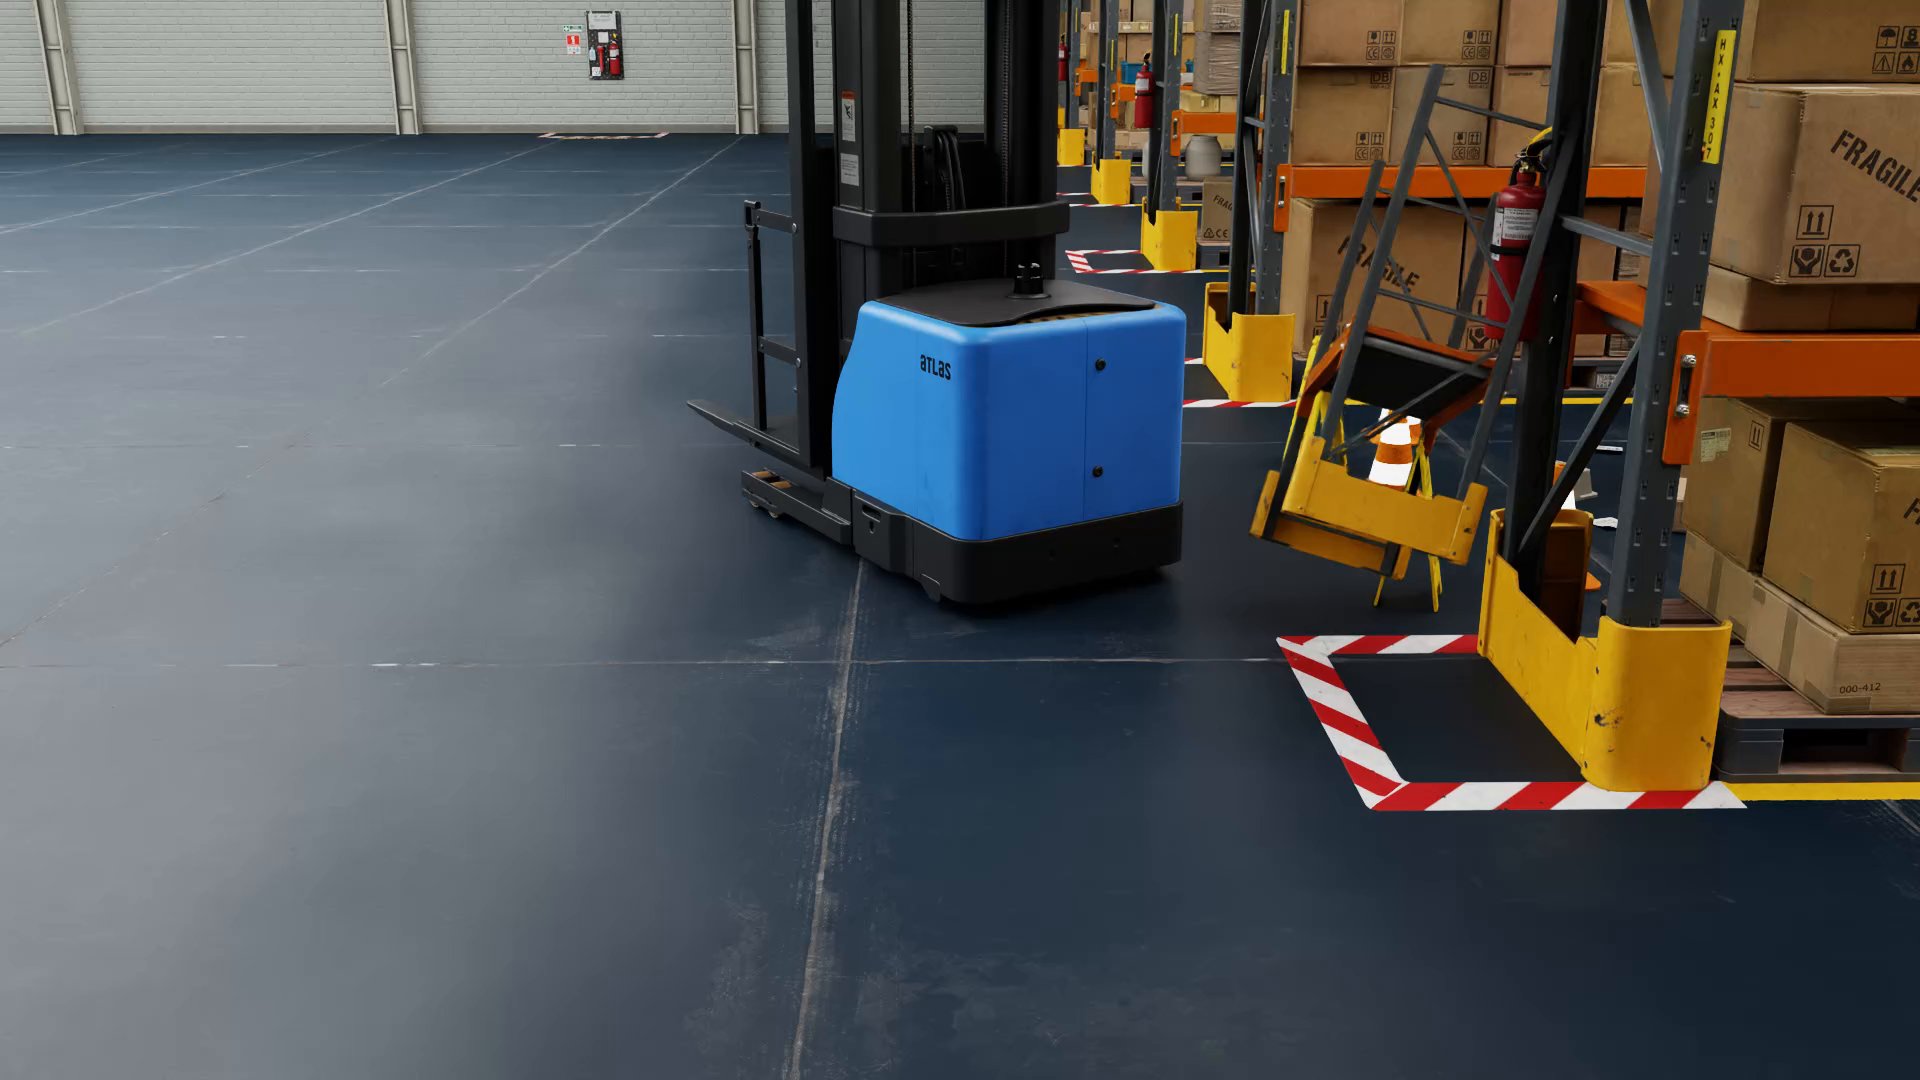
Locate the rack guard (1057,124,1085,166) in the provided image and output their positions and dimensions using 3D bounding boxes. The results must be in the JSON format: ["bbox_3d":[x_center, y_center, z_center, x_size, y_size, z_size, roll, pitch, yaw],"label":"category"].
[{"bbox_3d":[1.588,-5.744,24.134,0.348,0.500,1.175,0,18,-1],"label":"rack guard"}]

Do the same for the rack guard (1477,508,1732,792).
[{"bbox_3d":[1.997,0.308,5.268,0.348,0.500,1.175,0,18,-1],"label":"rack guard"}]

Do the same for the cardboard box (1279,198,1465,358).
[{"bbox_3d":[2.419,-1.605,9.930,0.875,0.875,0.875,0,18,-1],"label":"cardboard box"}]

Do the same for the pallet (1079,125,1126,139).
[{"bbox_3d":[2.419,-7.113,28.874,1.213,0.211,1.003,0,18,-1],"label":"pallet"}]

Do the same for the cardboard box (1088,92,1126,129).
[{"bbox_3d":[2.144,-6.275,24.285,0.500,0.500,0.500,0,18,-1],"label":"cardboard box"}]

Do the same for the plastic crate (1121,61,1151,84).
[{"bbox_3d":[2.182,-5.444,19.351,0.616,0.251,0.499,0,18,-1],"label":"plastic crate"}]

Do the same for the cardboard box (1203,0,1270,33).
[{"bbox_3d":[2.319,-4.493,13.856,0.500,0.500,0.500,0,18,-1],"label":"cardboard box"}]

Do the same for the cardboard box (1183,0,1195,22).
[{"bbox_3d":[3.162,-7.605,23.556,0.500,0.500,0.700,0,18,-1],"label":"cardboard box"}]

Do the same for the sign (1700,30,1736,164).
[{"bbox_3d":[1.930,-1.128,4.237,0.005,0.325,0.100,0,18,-1],"label":"sign"}]

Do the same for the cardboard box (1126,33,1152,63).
[{"bbox_3d":[2.604,-6.984,23.744,0.500,0.500,0.700,0,18,1],"label":"cardboard box"}]

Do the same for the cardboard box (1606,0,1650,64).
[{"bbox_3d":[3.752,-3.003,9.485,0.500,0.550,0.875,0,18,-1],"label":"cardboard box"}]

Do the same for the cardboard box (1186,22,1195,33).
[{"bbox_3d":[3.295,-7.233,23.460,0.250,0.149,0.380,-1,18,-2],"label":"cardboard box"}]

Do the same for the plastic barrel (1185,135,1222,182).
[{"bbox_3d":[2.844,-4.465,19.442,0.421,0.512,0.421,0,18,0],"label":"plastic barrel"}]

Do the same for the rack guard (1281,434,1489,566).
[{"bbox_3d":[1.330,-0.126,5.215,0.587,0.250,0.087,17,-3,5],"label":"rack guard"}]

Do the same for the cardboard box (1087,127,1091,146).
[{"bbox_3d":[2.144,-5.918,24.398,0.500,0.250,0.500,0,18,-1],"label":"cardboard box"}]

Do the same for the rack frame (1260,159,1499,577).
[{"bbox_3d":[1.584,-0.651,6.237,0.500,1.500,0.032,17,-3,5],"label":"rack frame"}]

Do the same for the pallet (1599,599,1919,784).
[{"bbox_3d":[2.810,0.453,5.291,1.213,0.211,1.003,0,18,-1],"label":"pallet"}]

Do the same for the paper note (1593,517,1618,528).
[{"bbox_3d":[2.835,-0.080,7.248,0.142,0.019,0.148,-7,19,-20],"label":"paper note"}]

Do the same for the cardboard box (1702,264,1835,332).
[{"bbox_3d":[2.264,-0.701,4.732,0.250,0.149,0.380,0,18,-1],"label":"cardboard box"}]

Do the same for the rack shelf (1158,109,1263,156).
[{"bbox_3d":[3.764,-3.576,14.461,4.000,0.370,1.077,0,18,-1],"label":"rack shelf"}]

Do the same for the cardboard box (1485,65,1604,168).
[{"bbox_3d":[3.224,-2.454,9.541,0.550,0.550,0.875,0,18,-1],"label":"cardboard box"}]

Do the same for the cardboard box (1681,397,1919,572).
[{"bbox_3d":[2.718,-0.213,5.387,0.500,0.500,0.500,0,18,-1],"label":"cardboard box"}]

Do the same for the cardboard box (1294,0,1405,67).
[{"bbox_3d":[2.114,-2.969,9.378,0.550,0.550,0.875,0,18,-1],"label":"cardboard box"}]

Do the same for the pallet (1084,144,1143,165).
[{"bbox_3d":[2.376,-5.623,24.230,1.213,0.211,1.003,0,18,-1],"label":"pallet"}]

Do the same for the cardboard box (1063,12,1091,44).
[{"bbox_3d":[2.012,-8.653,28.095,0.500,0.500,0.500,0,18,-1],"label":"cardboard box"}]

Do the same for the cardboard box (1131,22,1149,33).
[{"bbox_3d":[2.521,-7.229,23.448,0.250,0.149,0.380,0,18,-1],"label":"cardboard box"}]

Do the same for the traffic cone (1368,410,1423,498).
[{"bbox_3d":[1.973,-0.407,7.559,0.334,0.463,0.336,0,18,-1],"label":"traffic cone"}]

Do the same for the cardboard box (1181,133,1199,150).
[{"bbox_3d":[3.152,-5.765,23.923,0.500,0.250,0.500,0,18,-1],"label":"cardboard box"}]

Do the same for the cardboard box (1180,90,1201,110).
[{"bbox_3d":[2.046,-3.853,14.560,0.250,0.149,0.380,0,18,-1],"label":"cardboard box"}]

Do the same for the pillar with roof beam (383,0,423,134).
[{"bbox_3d":[-9.714,-10.198,24.107,0.400,9.000,9.100,0,18,-1],"label":"pillar with roof beam"}]

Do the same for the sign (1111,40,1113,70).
[{"bbox_3d":[1.691,-5.385,18.470,0.005,0.325,0.100,0,18,-1],"label":"sign"}]

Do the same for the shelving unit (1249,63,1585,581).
[{"bbox_3d":[1.550,-0.687,5.740,0.587,1.500,1.083,17,-3,5],"label":"shelving unit"}]

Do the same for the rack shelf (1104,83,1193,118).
[{"bbox_3d":[3.686,-5.088,19.176,4.000,0.370,1.077,0,18,-1],"label":"rack shelf"}]

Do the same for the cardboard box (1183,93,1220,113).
[{"bbox_3d":[2.053,-3.717,14.136,0.250,0.149,0.380,0,18,-1],"label":"cardboard box"}]

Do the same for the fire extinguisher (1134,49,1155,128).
[{"bbox_3d":[1.643,-4.012,14.770,0.183,0.674,0.296,0,18,-1],"label":"fire extinguisher"}]

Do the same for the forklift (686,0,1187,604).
[{"bbox_3d":[-0.327,-1.557,7.104,1.130,2.935,3.031,-11,21,-30],"label":"forklift"}]

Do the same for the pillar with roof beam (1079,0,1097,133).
[{"bbox_3d":[2.284,-10.256,24.288,0.400,9.000,9.100,0,18,-1],"label":"pillar with roof beam"}]

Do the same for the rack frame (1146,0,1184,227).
[{"bbox_3d":[1.765,-3.908,14.321,0.127,3.000,1.000,0,18,-1],"label":"rack frame"}]

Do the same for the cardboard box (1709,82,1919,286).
[{"bbox_3d":[2.399,-0.989,4.568,0.500,0.500,0.500,-1,18,-2],"label":"cardboard box"}]

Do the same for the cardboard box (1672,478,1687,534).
[{"bbox_3d":[3.199,-0.148,7.264,0.250,0.149,0.380,10,20,28],"label":"cardboard box"}]

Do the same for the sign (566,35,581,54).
[{"bbox_3d":[-6.809,-8.731,29.296,0.234,0.329,0.001,0,18,-1],"label":"sign"}]

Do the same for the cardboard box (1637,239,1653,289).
[{"bbox_3d":[2.292,-0.829,5.133,0.250,0.149,0.380,0,18,1],"label":"cardboard box"}]

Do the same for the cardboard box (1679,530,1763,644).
[{"bbox_3d":[2.749,0.141,5.510,0.500,0.250,0.500,0,18,-1],"label":"cardboard box"}]
